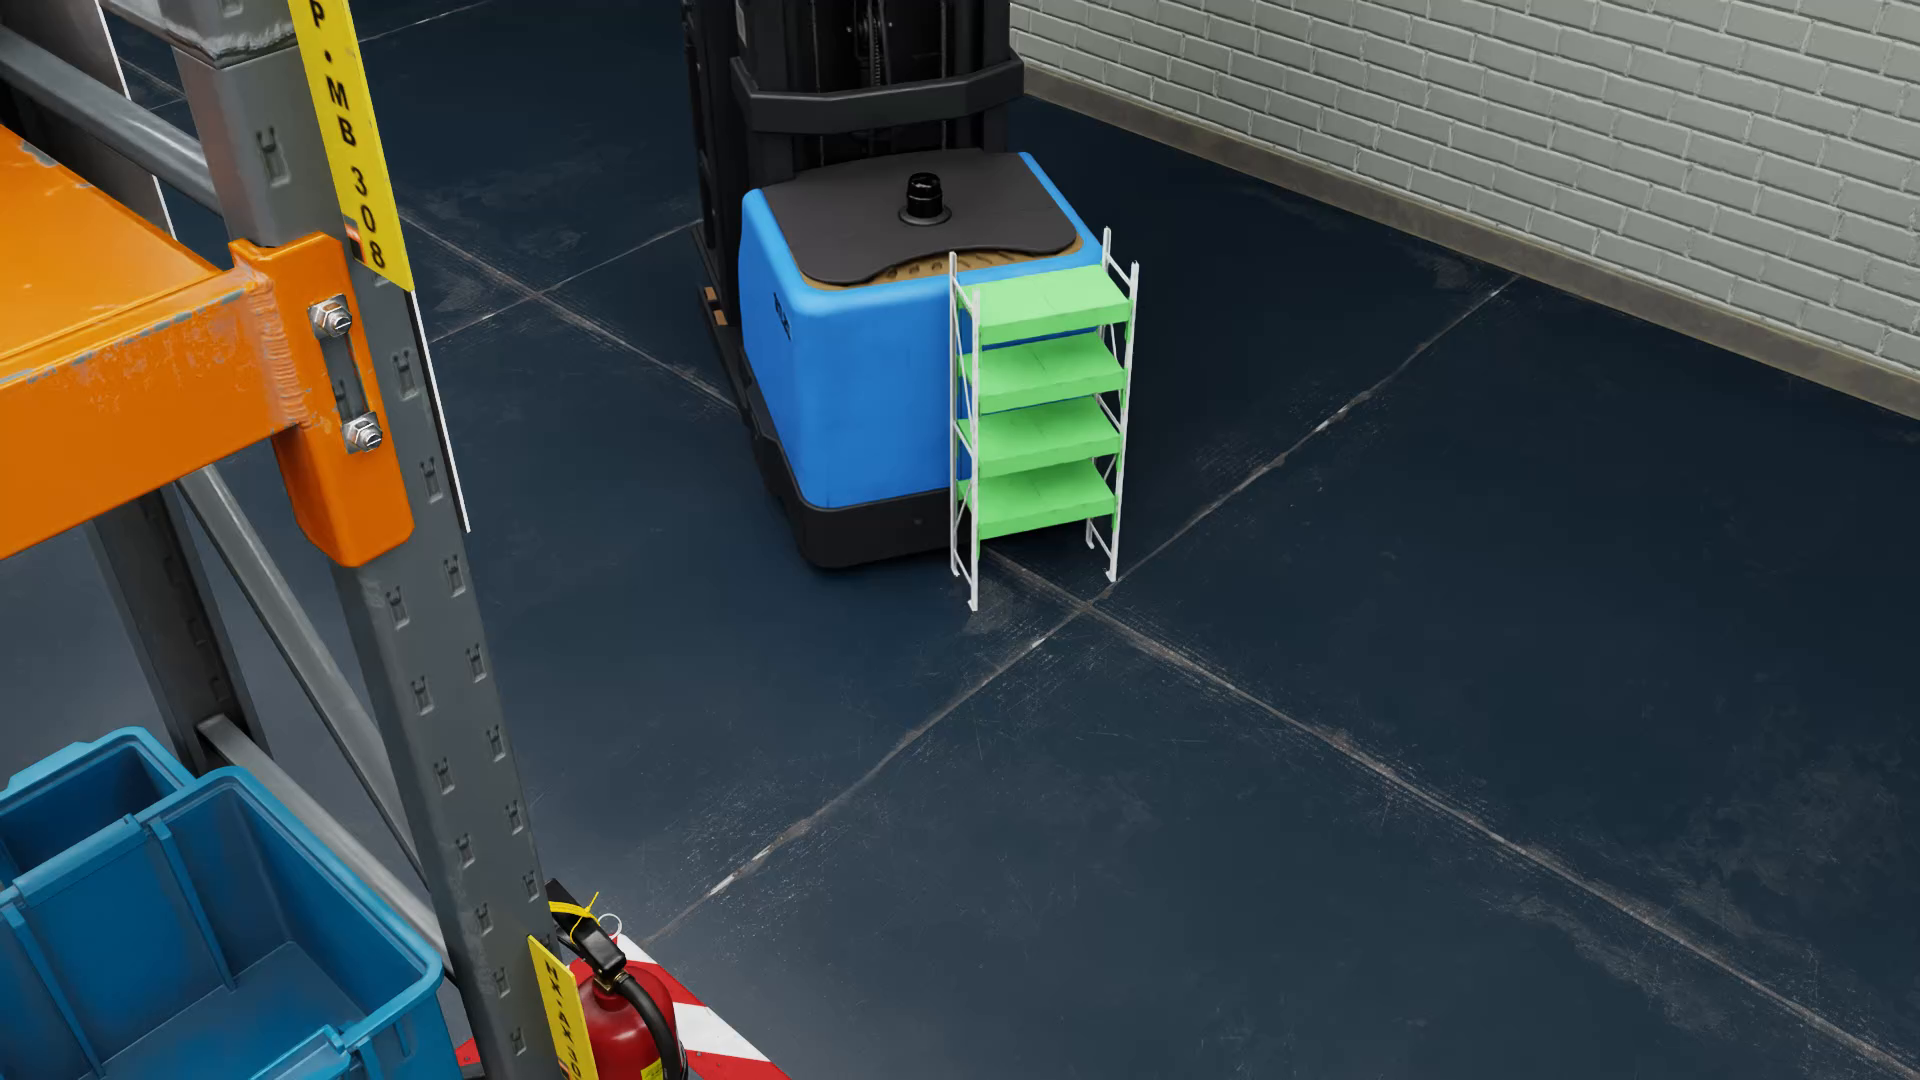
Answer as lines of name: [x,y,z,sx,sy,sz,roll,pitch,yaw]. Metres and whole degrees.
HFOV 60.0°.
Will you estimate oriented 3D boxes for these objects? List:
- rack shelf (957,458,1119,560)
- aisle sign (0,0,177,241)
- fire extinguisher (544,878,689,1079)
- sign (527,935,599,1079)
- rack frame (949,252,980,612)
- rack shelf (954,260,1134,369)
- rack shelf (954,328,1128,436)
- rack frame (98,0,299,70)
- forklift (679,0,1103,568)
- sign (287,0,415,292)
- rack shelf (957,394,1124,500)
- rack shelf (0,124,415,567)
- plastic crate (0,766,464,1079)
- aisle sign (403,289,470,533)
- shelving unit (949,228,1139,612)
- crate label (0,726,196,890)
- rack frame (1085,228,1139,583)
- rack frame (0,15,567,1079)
rack shelf: [0.245,-0.114,5.418,0.480,0.148,0.258,-11,40,-14]
aisle sign: [-1.140,-0.648,2.066,0.394,0.787,0.004,30,47,32]
fire extinguisher: [-0.533,0.825,2.664,0.296,0.674,0.183,30,47,32]
sign: [-0.553,0.687,2.345,0.100,0.325,0.005,30,47,32]
rack frame: [0.012,-0.305,5.170,0.015,1.200,0.240,-11,40,-14]
rack shelf: [0.245,-0.678,4.970,0.480,0.148,0.258,-11,40,-14]
rack shelf: [0.245,-0.490,5.119,0.480,0.148,0.258,-11,40,-14]
rack frame: [-0.970,-1.821,0.809,1.000,3.000,0.127,30,47,32]
forklift: [-0.445,-1.977,5.881,1.130,2.935,3.031,-11,40,-14]
sign: [-0.553,-0.382,1.494,0.100,0.325,0.005,30,47,32]
rack shelf: [0.245,-0.302,5.268,0.480,0.148,0.258,-11,40,-14]
rack shelf: [-2.319,0.554,0.811,1.077,0.370,4.000,30,47,32]
plastic crate: [-1.058,0.722,2.355,0.616,0.435,0.499,30,47,32]
aisle sign: [-0.705,-0.400,1.754,0.394,0.787,0.004,30,47,32]
shelving unit: [0.245,-0.352,5.229,0.503,1.200,0.258,-11,40,-14]
crate label: [-1.379,0.545,2.741,0.416,0.233,0.303,30,47,32]
rack frame: [0.477,-0.399,5.287,0.015,1.200,0.240,-11,40,-14]
rack frame: [-0.970,0.528,2.676,1.000,3.000,0.127,30,47,32]
